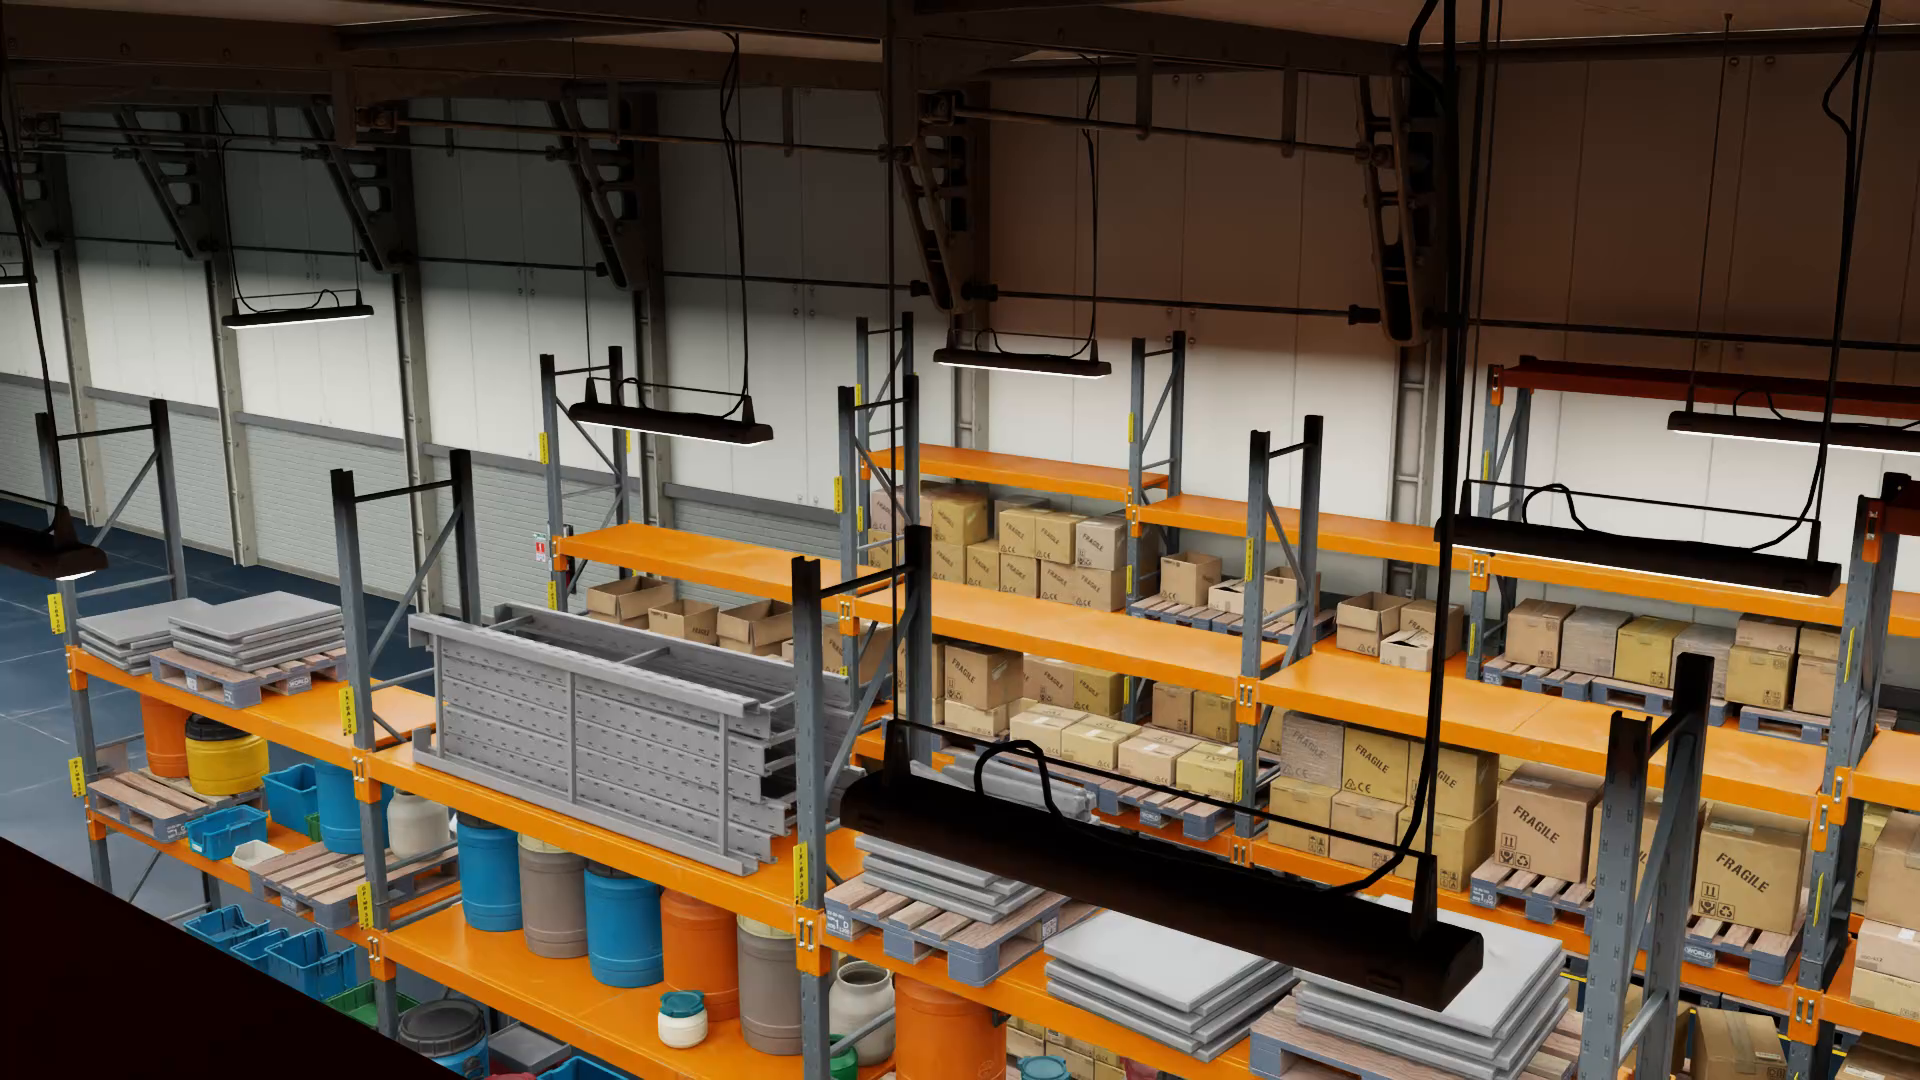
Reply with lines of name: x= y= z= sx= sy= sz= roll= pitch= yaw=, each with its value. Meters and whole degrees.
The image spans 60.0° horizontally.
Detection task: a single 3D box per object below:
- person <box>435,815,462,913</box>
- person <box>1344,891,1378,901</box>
person: x=-4.819 y=3.526 z=16.235 sx=0.550 sy=1.823 sz=0.581 roll=10 pitch=17 yaw=38
person: x=3.777 y=3.516 z=16.137 sx=1.070 sy=1.715 sz=0.552 roll=8 pitch=15 yaw=32
